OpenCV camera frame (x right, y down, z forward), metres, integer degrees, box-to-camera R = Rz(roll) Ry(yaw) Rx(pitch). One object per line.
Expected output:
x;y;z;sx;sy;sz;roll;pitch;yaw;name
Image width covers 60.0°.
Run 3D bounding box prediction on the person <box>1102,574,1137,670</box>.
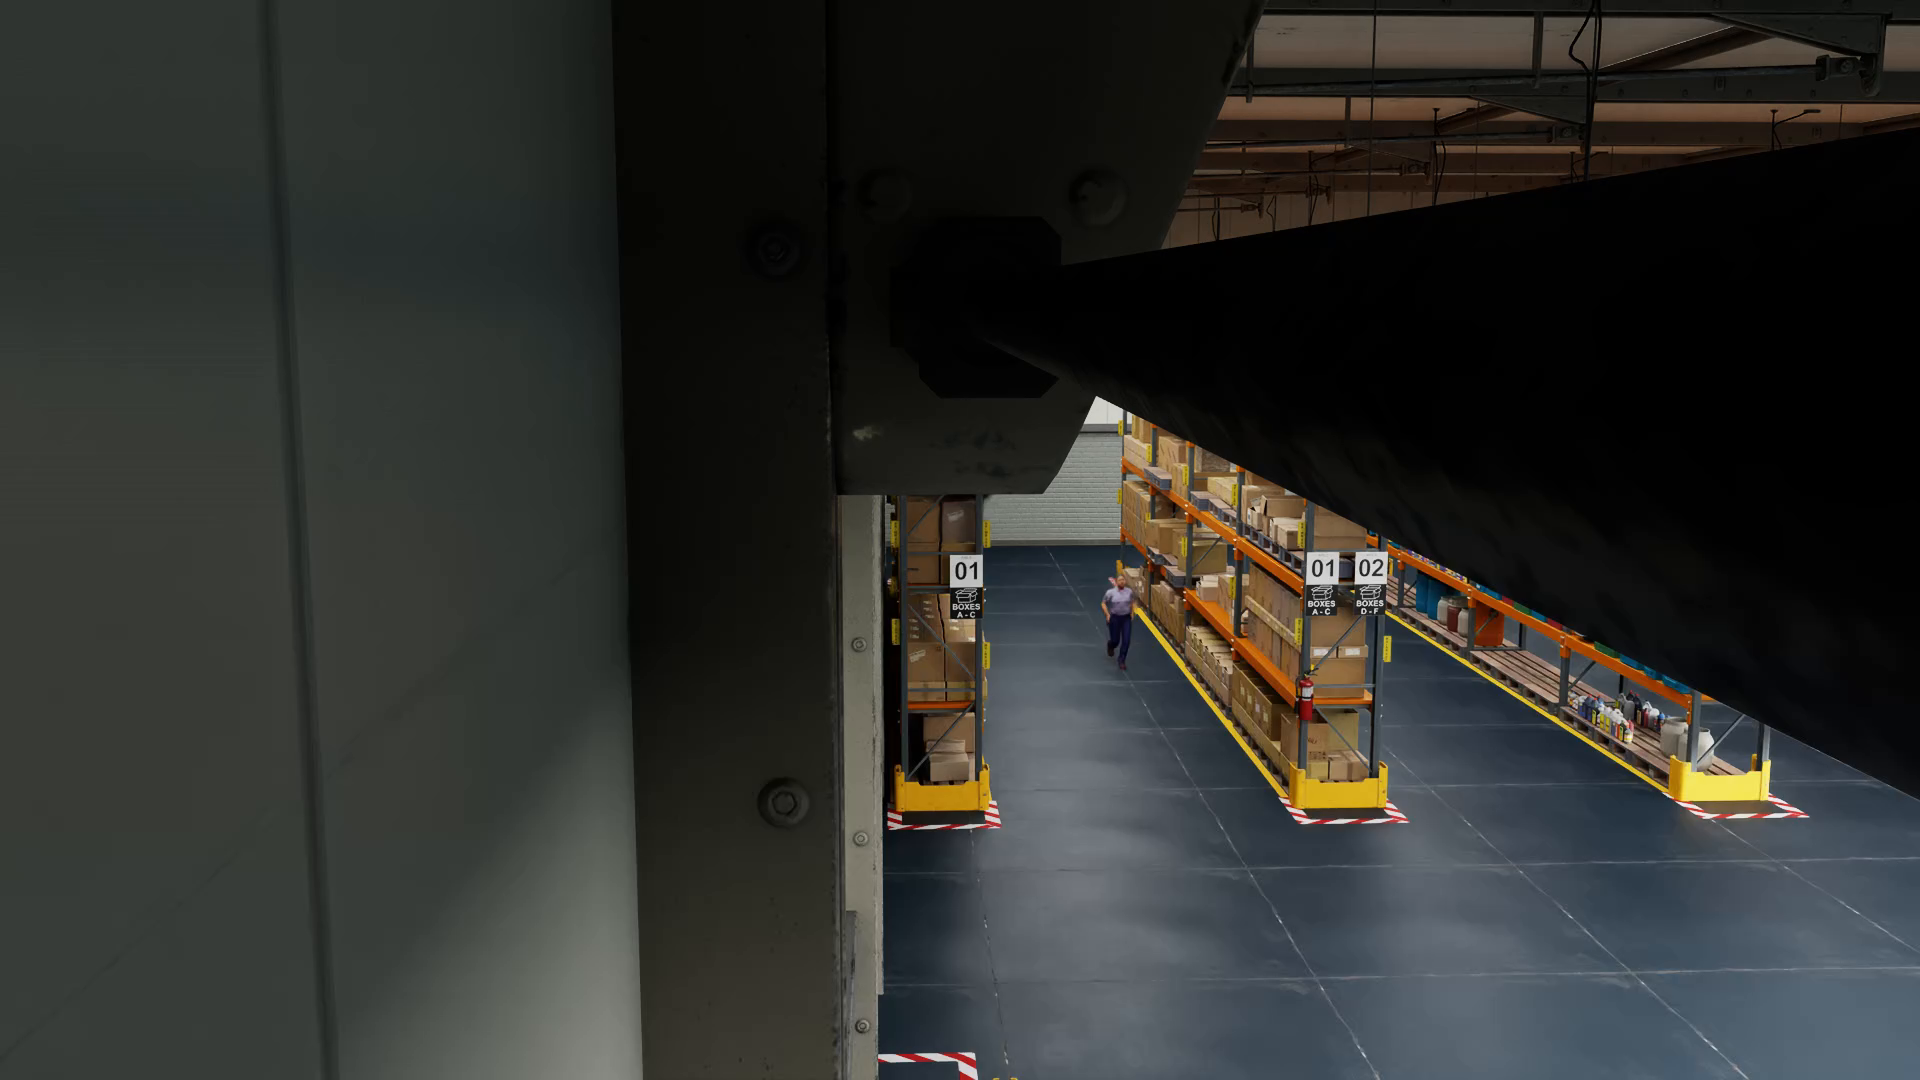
2.728;1.373;28.408;0.616;1.612;0.599;-1;9;-8;person
